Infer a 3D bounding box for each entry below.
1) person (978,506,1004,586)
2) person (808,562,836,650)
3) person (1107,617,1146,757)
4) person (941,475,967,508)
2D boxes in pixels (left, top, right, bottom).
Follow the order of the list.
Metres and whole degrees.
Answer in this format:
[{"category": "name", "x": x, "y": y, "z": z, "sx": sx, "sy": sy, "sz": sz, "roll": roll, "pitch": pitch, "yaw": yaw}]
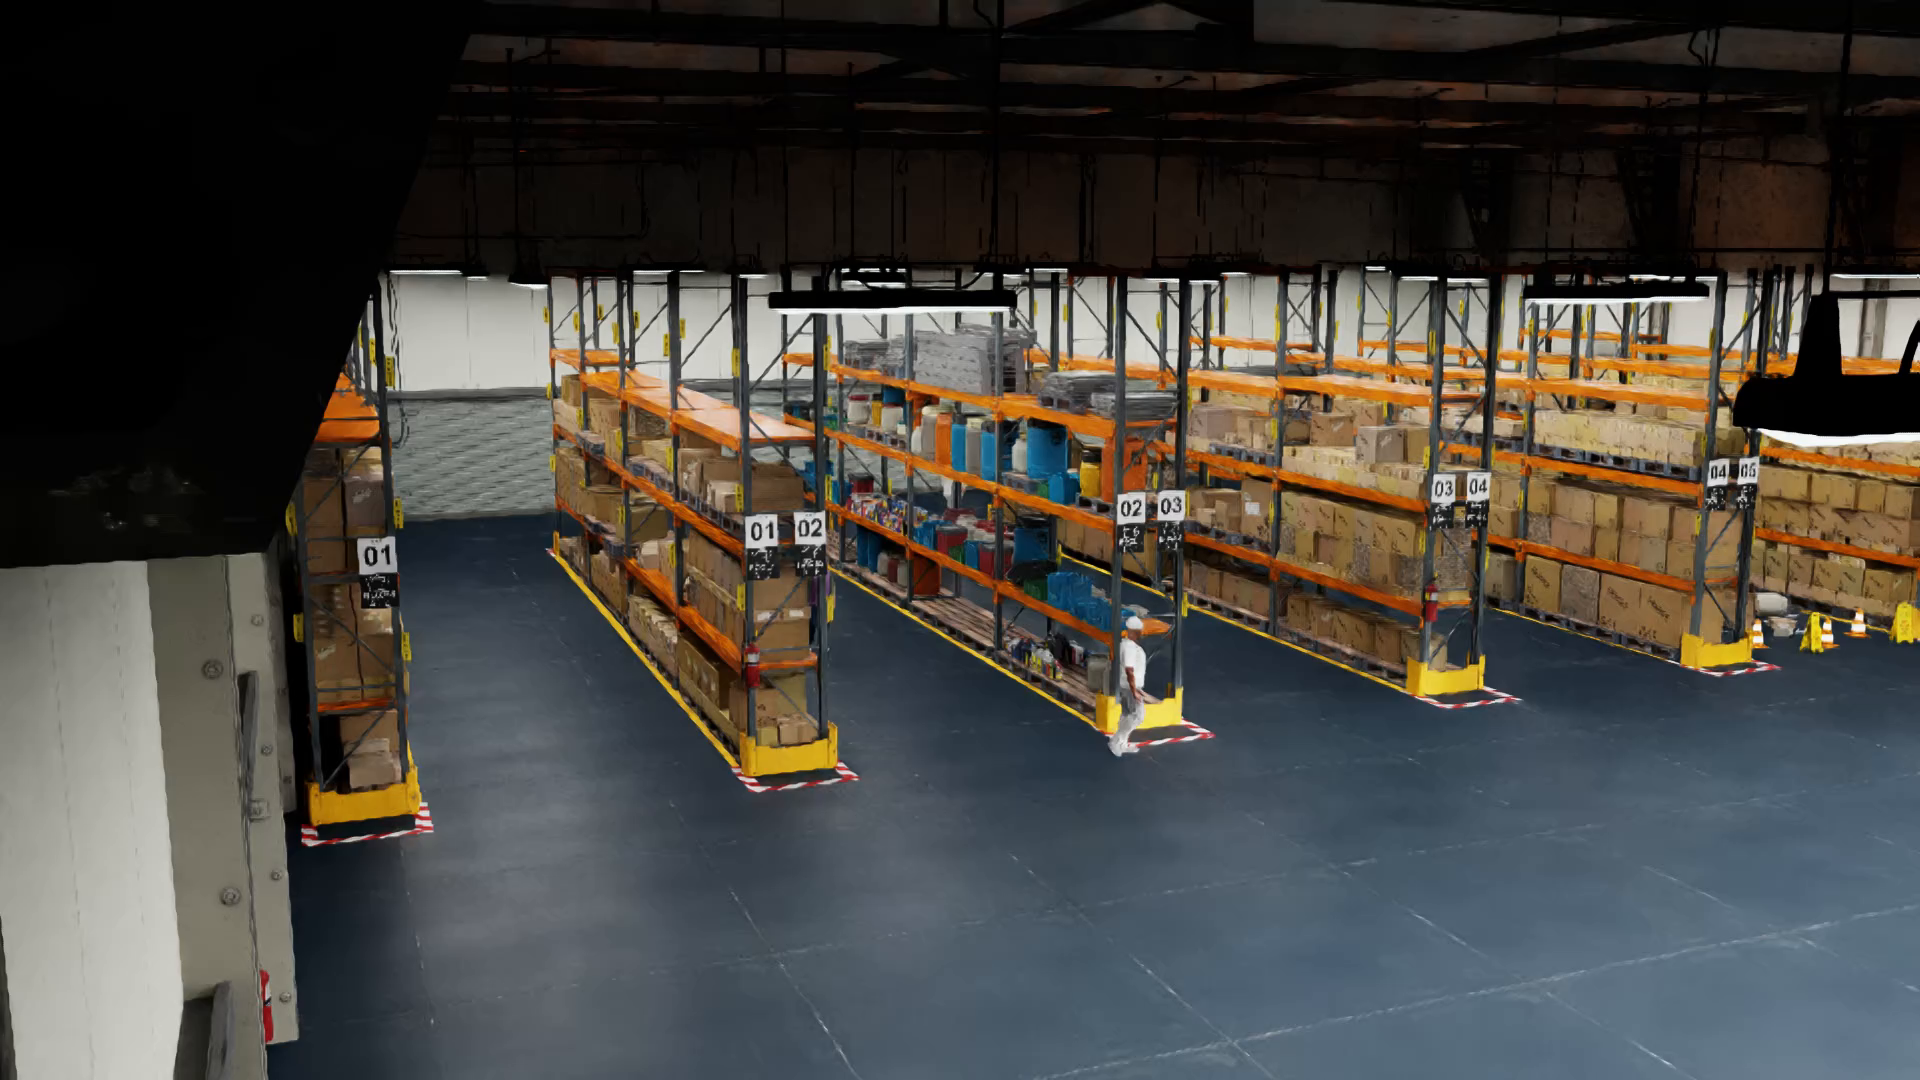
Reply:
[{"category": "person", "x": 0.630, "y": 0.143, "z": 31.092, "sx": 0.498, "sy": 1.585, "sz": 1.075, "roll": -4, "pitch": 11, "yaw": -23}, {"category": "person", "x": -2.243, "y": 1.021, "z": 26.391, "sx": 0.566, "sy": 1.541, "sz": 0.519, "roll": -4, "pitch": 11, "yaw": -24}, {"category": "person", "x": 2.101, "y": 1.844, "z": 20.931, "sx": 0.464, "sy": 1.761, "sz": 0.720, "roll": 1, "pitch": 10, "yaw": 6}, {"category": "person", "x": -0.122, "y": -1.234, "z": 38.730, "sx": 0.575, "sy": 1.737, "sz": 1.064, "roll": -2, "pitch": 10, "yaw": -9}]
